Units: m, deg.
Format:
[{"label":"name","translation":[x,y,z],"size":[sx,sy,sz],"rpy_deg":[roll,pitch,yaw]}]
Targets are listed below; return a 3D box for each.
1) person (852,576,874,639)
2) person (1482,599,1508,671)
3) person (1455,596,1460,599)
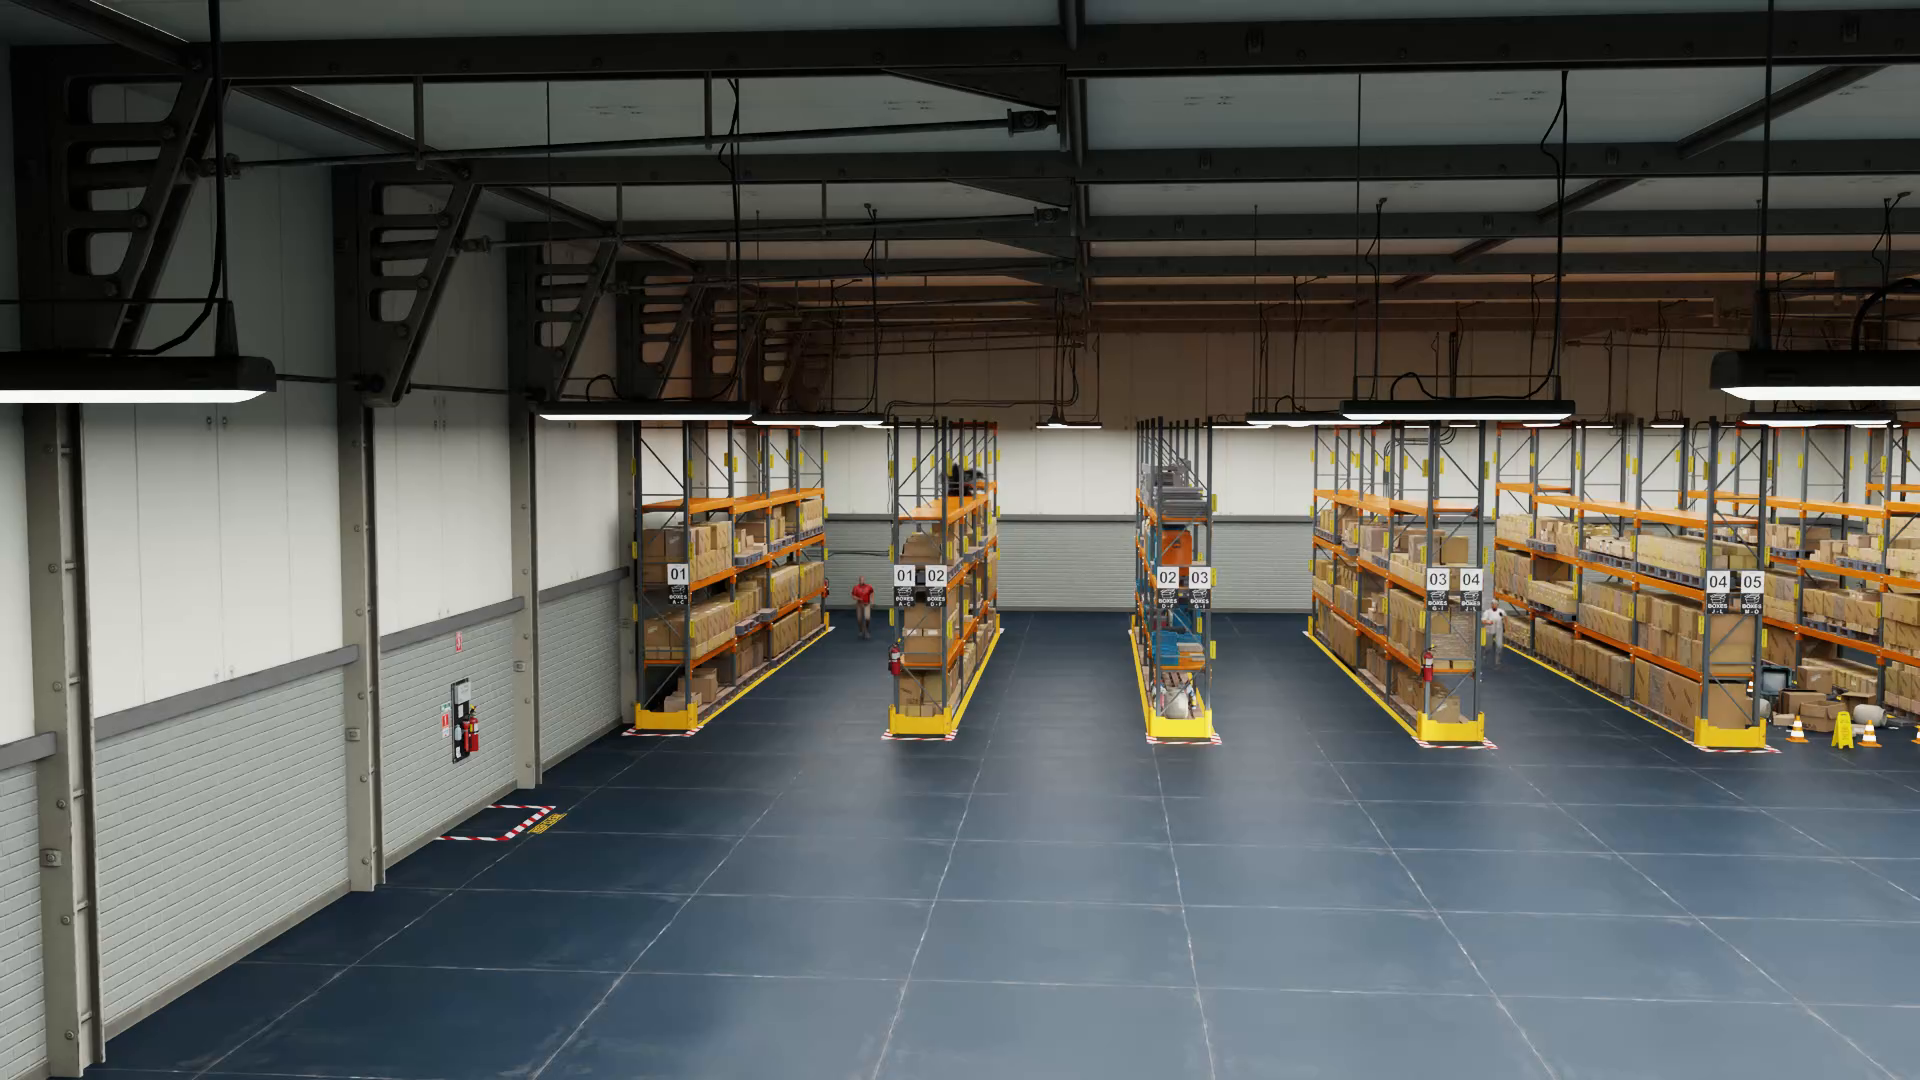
[{"label":"person","translation":[-2.678,1.877,45.916],"size":[0.629,1.766,0.830],"rpy_deg":[0,4,-4]},{"label":"person","translation":[12.931,2.272,40.240],"size":[0.624,1.708,0.901],"rpy_deg":[1,4,11]},{"label":"person","translation":[13.368,1.975,44.463],"size":[0.632,1.703,0.717],"rpy_deg":[0,4,4]}]
